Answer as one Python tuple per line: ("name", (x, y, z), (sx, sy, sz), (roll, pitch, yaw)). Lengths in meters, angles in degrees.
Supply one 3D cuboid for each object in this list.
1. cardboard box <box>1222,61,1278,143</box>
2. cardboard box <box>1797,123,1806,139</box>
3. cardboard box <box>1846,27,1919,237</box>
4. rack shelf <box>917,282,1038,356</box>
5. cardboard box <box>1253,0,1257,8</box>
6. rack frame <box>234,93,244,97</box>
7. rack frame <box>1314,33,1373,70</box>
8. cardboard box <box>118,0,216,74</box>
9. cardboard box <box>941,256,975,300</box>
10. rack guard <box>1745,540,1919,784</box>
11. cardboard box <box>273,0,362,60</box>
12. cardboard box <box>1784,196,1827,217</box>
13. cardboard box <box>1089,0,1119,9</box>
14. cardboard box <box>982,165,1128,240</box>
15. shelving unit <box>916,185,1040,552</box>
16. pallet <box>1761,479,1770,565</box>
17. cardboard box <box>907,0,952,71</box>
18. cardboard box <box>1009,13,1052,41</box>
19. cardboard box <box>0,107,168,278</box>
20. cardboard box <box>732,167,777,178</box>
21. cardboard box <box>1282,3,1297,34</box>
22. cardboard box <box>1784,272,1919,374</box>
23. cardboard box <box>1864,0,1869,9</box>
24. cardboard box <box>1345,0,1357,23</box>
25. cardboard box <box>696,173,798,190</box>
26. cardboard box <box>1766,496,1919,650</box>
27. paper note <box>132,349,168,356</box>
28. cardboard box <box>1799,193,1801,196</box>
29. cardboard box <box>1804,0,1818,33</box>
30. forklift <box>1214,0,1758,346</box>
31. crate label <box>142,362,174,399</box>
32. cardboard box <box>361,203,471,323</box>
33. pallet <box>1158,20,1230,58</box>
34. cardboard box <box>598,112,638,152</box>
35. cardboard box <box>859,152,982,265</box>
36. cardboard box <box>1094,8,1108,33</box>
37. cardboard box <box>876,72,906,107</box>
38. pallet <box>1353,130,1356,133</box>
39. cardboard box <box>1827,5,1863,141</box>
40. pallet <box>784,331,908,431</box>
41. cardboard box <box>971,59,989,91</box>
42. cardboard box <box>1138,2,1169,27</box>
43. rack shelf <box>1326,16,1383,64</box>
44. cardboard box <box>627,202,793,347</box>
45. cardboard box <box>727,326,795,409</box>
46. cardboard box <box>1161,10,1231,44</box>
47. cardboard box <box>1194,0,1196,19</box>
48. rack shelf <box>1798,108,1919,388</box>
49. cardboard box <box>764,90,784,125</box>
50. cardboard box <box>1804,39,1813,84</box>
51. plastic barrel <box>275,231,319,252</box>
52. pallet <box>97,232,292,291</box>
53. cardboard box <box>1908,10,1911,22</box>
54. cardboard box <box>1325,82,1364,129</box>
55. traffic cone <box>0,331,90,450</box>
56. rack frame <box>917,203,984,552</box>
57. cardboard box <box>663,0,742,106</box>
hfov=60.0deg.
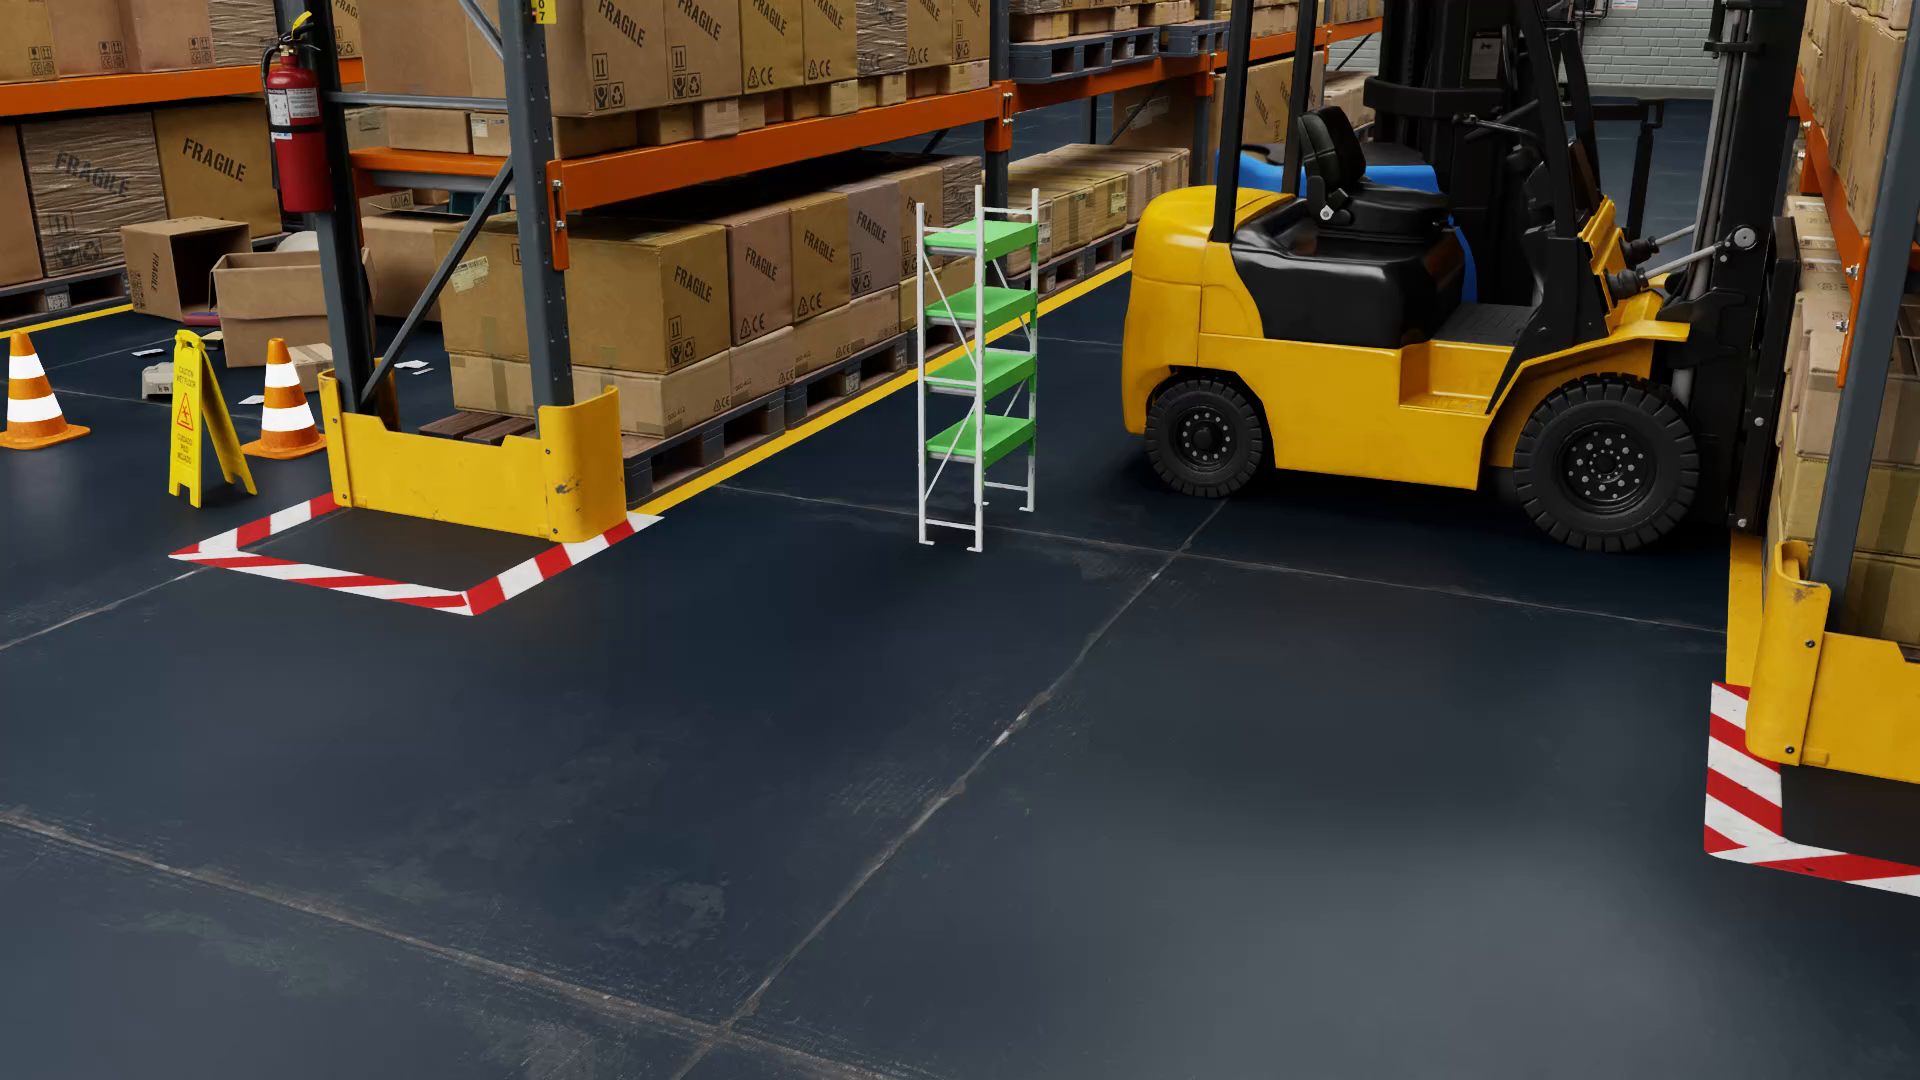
("cardboard box", (2.152, -3.618, 14.209), (0.875, 0.875, 0.875), (9, 21, 23))
("cardboard box", (5.926, -2.781, 11.447), (0.380, 0.149, 0.250), (7, 21, 20))
("cardboard box", (2.641, -1.057, 4.316), (0.500, 0.500, 0.500), (8, 21, 21))
("rack shelf", (0.068, -0.782, 5.851), (0.258, 0.148, 0.480), (9, 21, 23))
("cardboard box", (2.070, -4.393, 13.322), (0.500, 0.250, 0.500), (9, 22, 24))
("rack frame", (-7.616, -5.309, 16.420), (1.000, 3.000, 0.127), (9, 21, 23))
("rack frame", (4.701, -6.395, 19.473), (1.000, 3.000, 0.127), (9, 21, 23))
("cardboard box", (-5.115, -3.160, 10.153), (0.875, 0.550, 0.550), (9, 21, 23))
("cardboard box", (-0.210, -1.411, 8.937), (0.500, 0.250, 0.500), (10, 22, 25))
("rack guard", (2.669, 0.361, 4.206), (1.175, 0.500, 0.348), (9, 21, 23))
("cardboard box", (-4.310, -3.546, 11.313), (0.500, 0.500, 0.500), (9, 21, 23))
("cardboard box", (3.832, -1.315, 7.175), (0.500, 0.250, 0.500), (8, 21, 22))
("cardboard box", (0.660, -3.518, 10.164), (0.500, 0.500, 0.500), (8, 21, 22))
("cardboard box", (0.574, -2.280, 11.198), (0.950, 0.372, 0.625), (9, 22, 24))
("shelving unit", (0.068, -0.616, 5.910), (0.258, 1.200, 0.503), (9, 21, 23))
("pallet", (3.455, -0.121, 5.994), (1.003, 0.211, 1.213), (9, 21, 23))
("cardboard box", (-0.373, -2.585, 8.169), (0.500, 0.500, 0.500), (9, 22, 25))
("cardboard box", (0.301, -2.932, 9.483), (0.380, 0.149, 0.250), (9, 21, 23))
("cardboard box", (-5.458, -2.113, 9.977), (0.875, 0.875, 0.875), (9, 21, 23))
("cardboard box", (-1.123, -1.874, 8.152), (0.380, 0.149, 0.250), (10, 22, 26))
("cardboard box", (2.675, -4.622, 14.714), (0.500, 0.250, 0.500), (8, 21, 21))
("cardboard box", (2.984, -0.693, 5.426), (0.500, 0.250, 0.500), (9, 21, 23))
("cardboard box", (3.295, -1.868, 5.627), (0.380, 0.149, 0.250), (8, 21, 22))
("cardboard box", (3.704, -5.480, 16.752), (0.500, 0.500, 0.500), (9, 21, 23))
("cardboard box", (-1.123, -1.515, 8.111), (0.500, 0.500, 0.500), (10, 22, 26))
("cardboard box", (2.583, 0.087, 4.724), (0.500, 0.250, 0.500), (9, 21, 23))
("paper note", (-4.235, -0.986, 8.698), (0.144, 0.017, 0.142), (18, 26, 41))
("cardboard box", (4.845, -1.523, 8.691), (0.875, 0.625, 0.625), (8, 21, 22))
("cardboard box", (5.113, -3.022, 9.466), (0.500, 0.250, 0.500), (8, 21, 21))
("forklift", (2.813, -2.245, 7.907), (3.031, 2.935, 1.130), (-2, 20, -4))
("crate label", (-3.739, -0.761, 7.903), (0.250, 0.136, 0.298), (-2, 20, -5))
("cardboard box", (-3.066, -1.563, 9.409), (0.797, 0.637, 0.503), (9, 21, 23))
("pallet", (1.230, -3.626, 11.975), (1.213, 0.211, 1.003), (9, 21, 23))
("cardboard box", (-1.433, -1.540, 6.197), (0.380, 0.149, 0.250), (9, 21, 24))
("cardboard box", (-0.211, -1.764, 8.811), (0.500, 0.500, 0.500), (8, 21, 22))
("cardboard box", (0.704, -3.252, 10.385), (0.380, 0.149, 0.250), (9, 21, 23))
("cardboard box", (-0.480, -2.157, 7.932), (0.380, 0.149, 0.250), (8, 21, 22))
("pallet", (3.446, -4.080, 17.126), (1.003, 0.211, 1.213), (9, 21, 23))
("cardboard box", (3.492, -1.677, 6.059), (0.500, 0.500, 0.500), (8, 21, 22))
("pallet", (-0.954, -0.828, 7.982), (1.003, 0.211, 1.213), (9, 21, 23))
("cardboard box", (-0.067, -2.468, 8.807), (0.380, 0.149, 0.250), (8, 21, 22))
("cardboard box", (1.189, -3.559, 11.248), (0.380, 0.149, 0.250), (9, 21, 24))
("rack shelf", (3.882, -5.444, 17.875), (1.077, 0.370, 4.000), (9, 21, 23))
("cardboard box", (-1.049, -1.136, 7.043), (0.500, 0.500, 0.500), (8, 21, 21))
("cardboard box", (-1.053, -0.770, 7.133), (0.500, 0.250, 0.500), (9, 22, 25))
("cardboard box", (1.855, -3.994, 12.946), (0.500, 0.250, 0.500), (8, 21, 22))
("cardboard box", (1.505, -3.896, 12.196), (0.380, 0.149, 0.250), (9, 22, 25))
("rack shelf", (3.498, -1.096, 5.648), (1.077, 0.370, 4.000), (9, 21, 23))
("cardboard box", (-0.976, -1.854, 7.080), (0.380, 0.149, 0.250), (9, 22, 25))
("cardboard box", (4.921, -2.627, 9.102), (0.500, 0.250, 0.500), (9, 22, 24))
("plastic barrel", (-3.836, -1.604, 9.846), (0.421, 0.421, 0.512), (-9, 22, -24))
("pallet", (-5.153, -1.839, 10.825), (1.003, 0.211, 1.213), (9, 21, 23))
("cardboard box", (2.565, -1.321, 4.089), (0.380, 0.149, 0.250), (9, 21, 23))
("cardboard box", (3.784, -4.614, 17.662), (0.875, 0.438, 0.875), (8, 21, 21))
("traffic cone", (-4.004, -0.665, 7.149), (0.336, 0.463, 0.334), (9, 21, 23))
("rack frame", (-0.032, -0.541, 5.700), (0.240, 1.200, 0.015), (9, 21, 23))
("cardboard box", (-1.195, -1.956, 6.400), (0.500, 0.500, 0.500), (9, 22, 24))
